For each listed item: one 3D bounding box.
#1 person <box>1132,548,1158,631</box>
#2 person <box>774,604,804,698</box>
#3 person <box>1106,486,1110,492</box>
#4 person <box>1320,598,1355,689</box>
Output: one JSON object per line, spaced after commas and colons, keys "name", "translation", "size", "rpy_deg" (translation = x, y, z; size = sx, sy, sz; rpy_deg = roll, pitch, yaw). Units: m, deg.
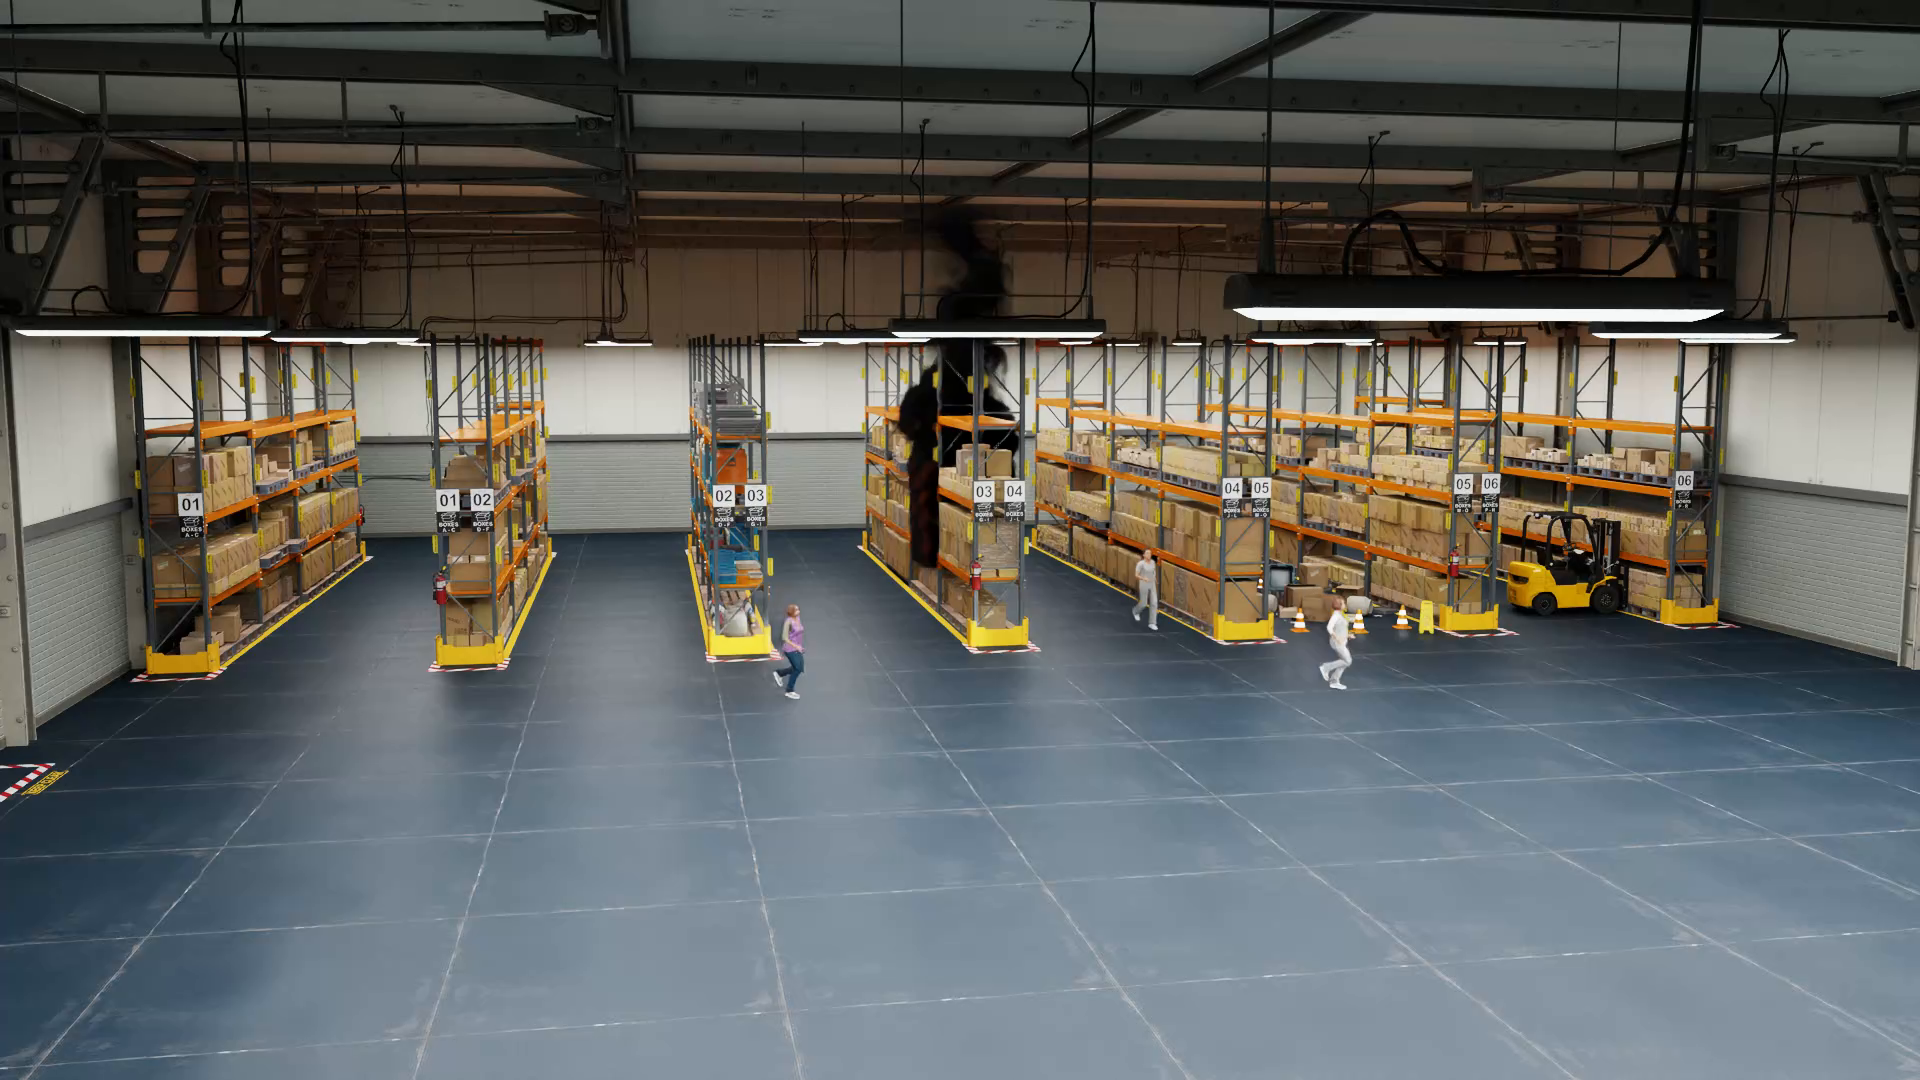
{"name": "person", "translation": [3.840, 0.983, 34.247], "size": [0.568, 1.672, 0.922], "rpy_deg": [-3, 7, -22]}
{"name": "person", "translation": [-2.810, 1.822, 27.442], "size": [0.602, 1.573, 0.554], "rpy_deg": [2, 7, 21]}
{"name": "person", "translation": [4.285, -0.720, 48.432], "size": [0.682, 1.792, 0.985], "rpy_deg": [-3, 7, -25]}
{"name": "person", "translation": [6.381, 1.747, 28.089], "size": [0.545, 1.555, 0.536], "rpy_deg": [2, 7, 19]}
